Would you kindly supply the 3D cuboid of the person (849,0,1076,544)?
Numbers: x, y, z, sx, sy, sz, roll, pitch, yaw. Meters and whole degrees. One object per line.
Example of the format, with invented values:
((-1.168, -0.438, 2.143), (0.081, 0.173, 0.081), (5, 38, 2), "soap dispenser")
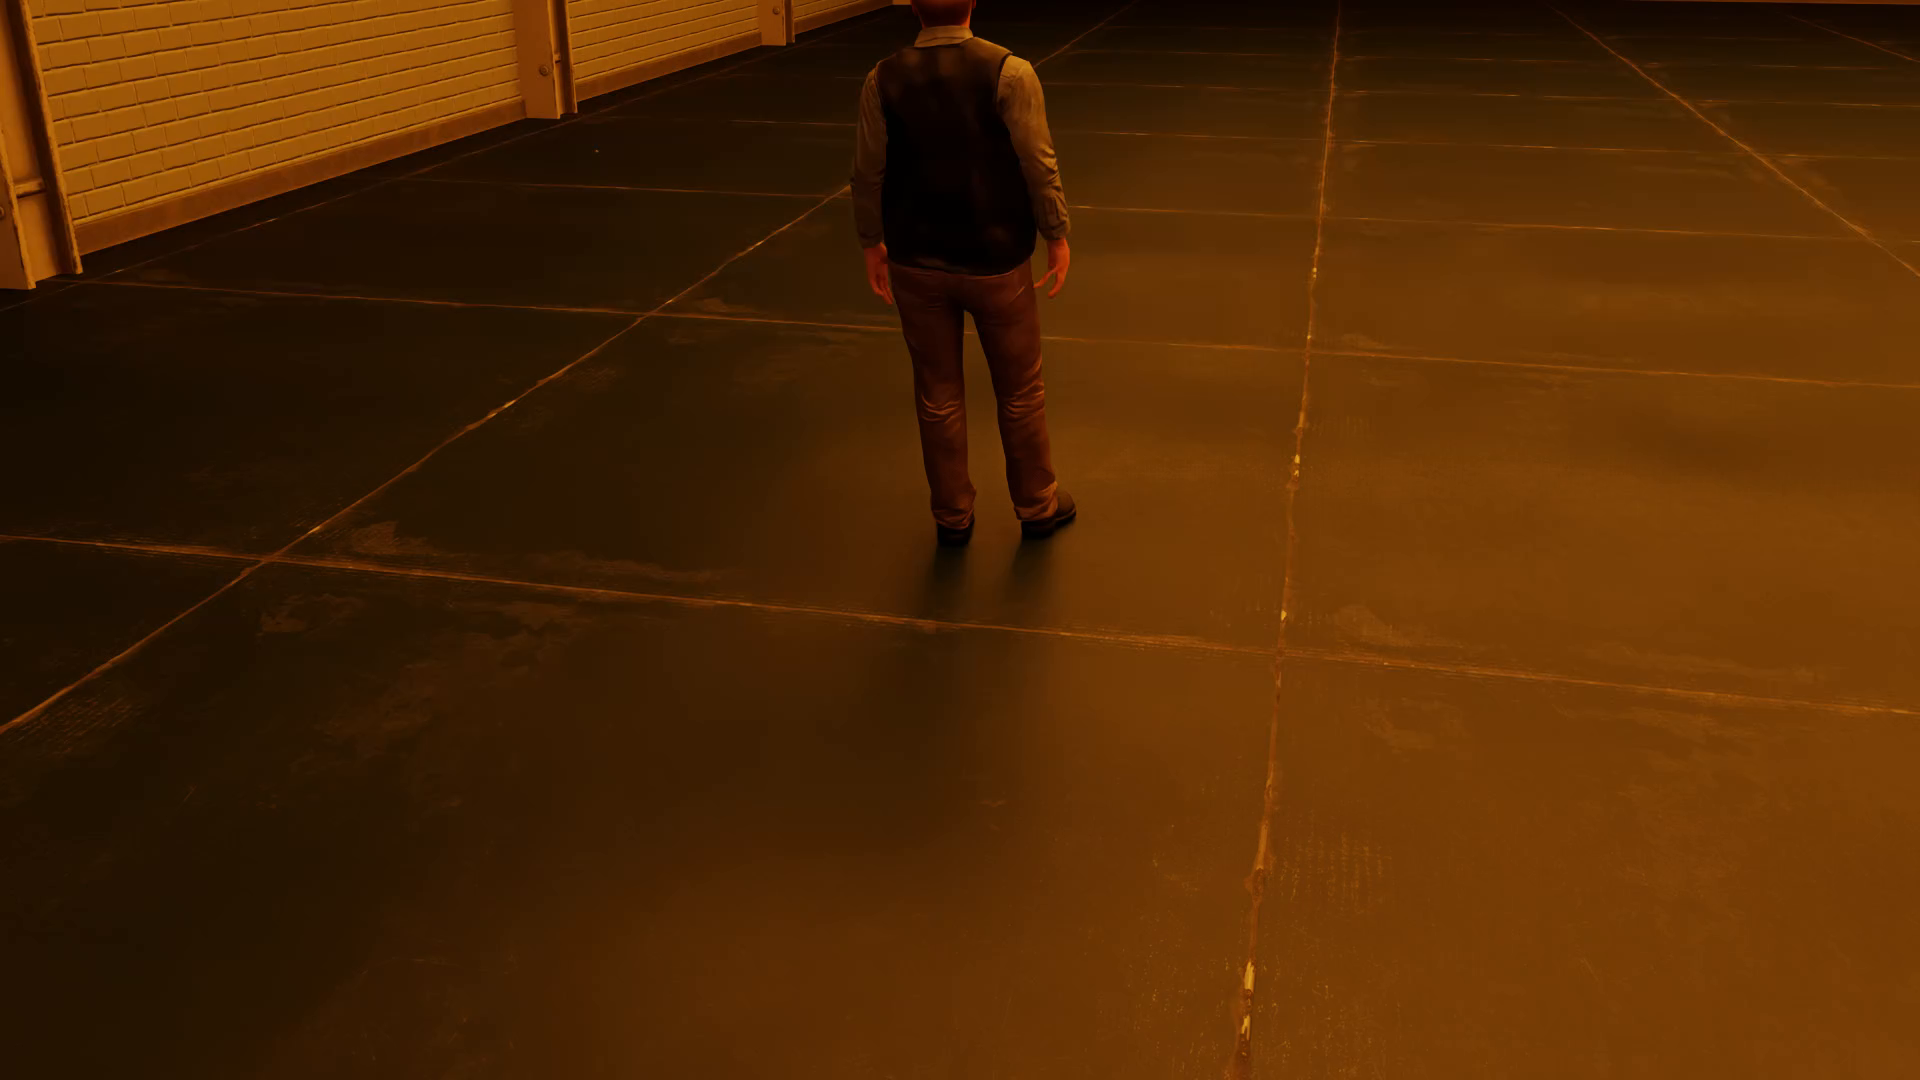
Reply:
((0.021, -0.826, 4.875), (0.632, 1.720, 0.568), (5, 23, 11), "person")
